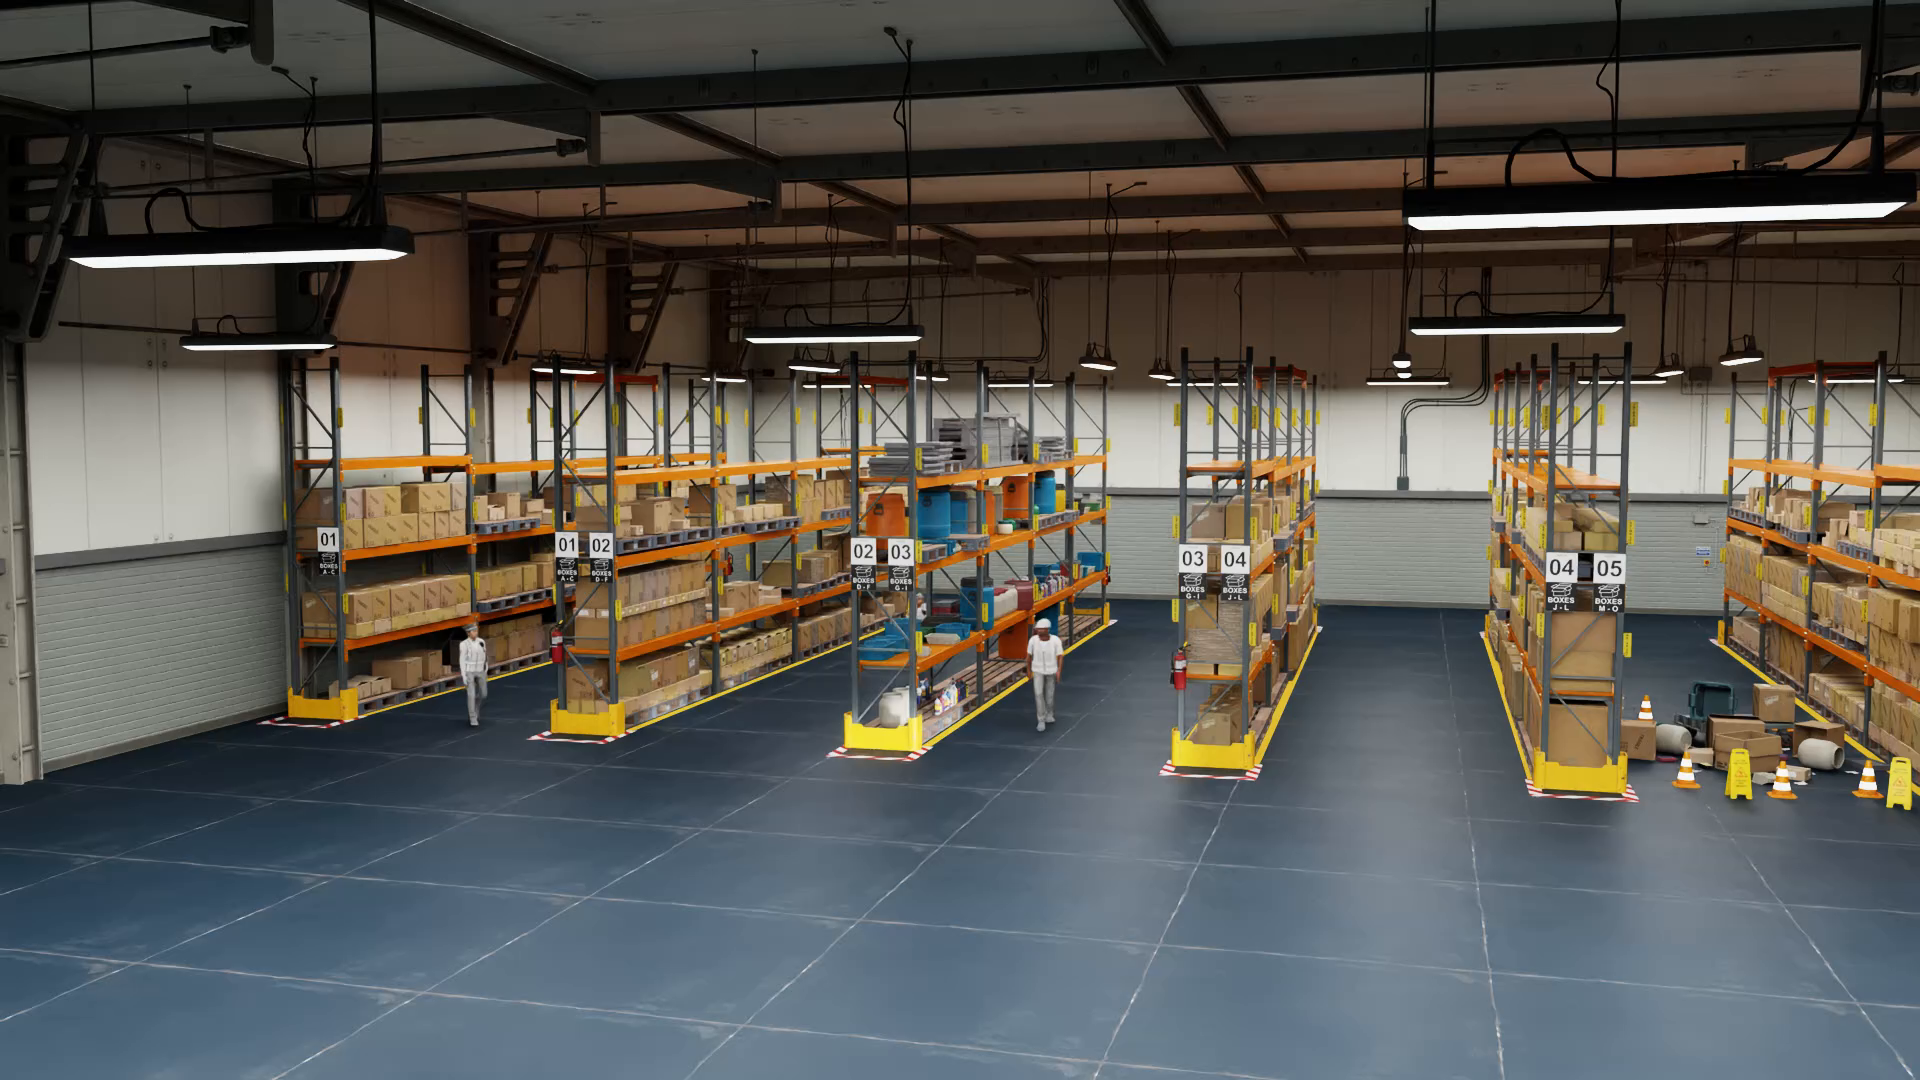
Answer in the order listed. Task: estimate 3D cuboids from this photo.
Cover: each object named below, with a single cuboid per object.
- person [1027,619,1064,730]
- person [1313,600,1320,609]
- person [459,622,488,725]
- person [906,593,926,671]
[{"bbox_3d":[1.374,2.143,26.899,0.599,1.741,0.888,0,4,5],"label":"person"},{"bbox_3d":[8.635,1.065,41.791,0.881,1.739,0.556,0,4,-4],"label":"person"},{"bbox_3d":[-7.947,2.155,27.125,0.479,1.674,0.560,-3,5,-31],"label":"person"},{"bbox_3d":[-0.745,1.813,32.695,0.601,1.584,0.725,2,5,29],"label":"person"}]
